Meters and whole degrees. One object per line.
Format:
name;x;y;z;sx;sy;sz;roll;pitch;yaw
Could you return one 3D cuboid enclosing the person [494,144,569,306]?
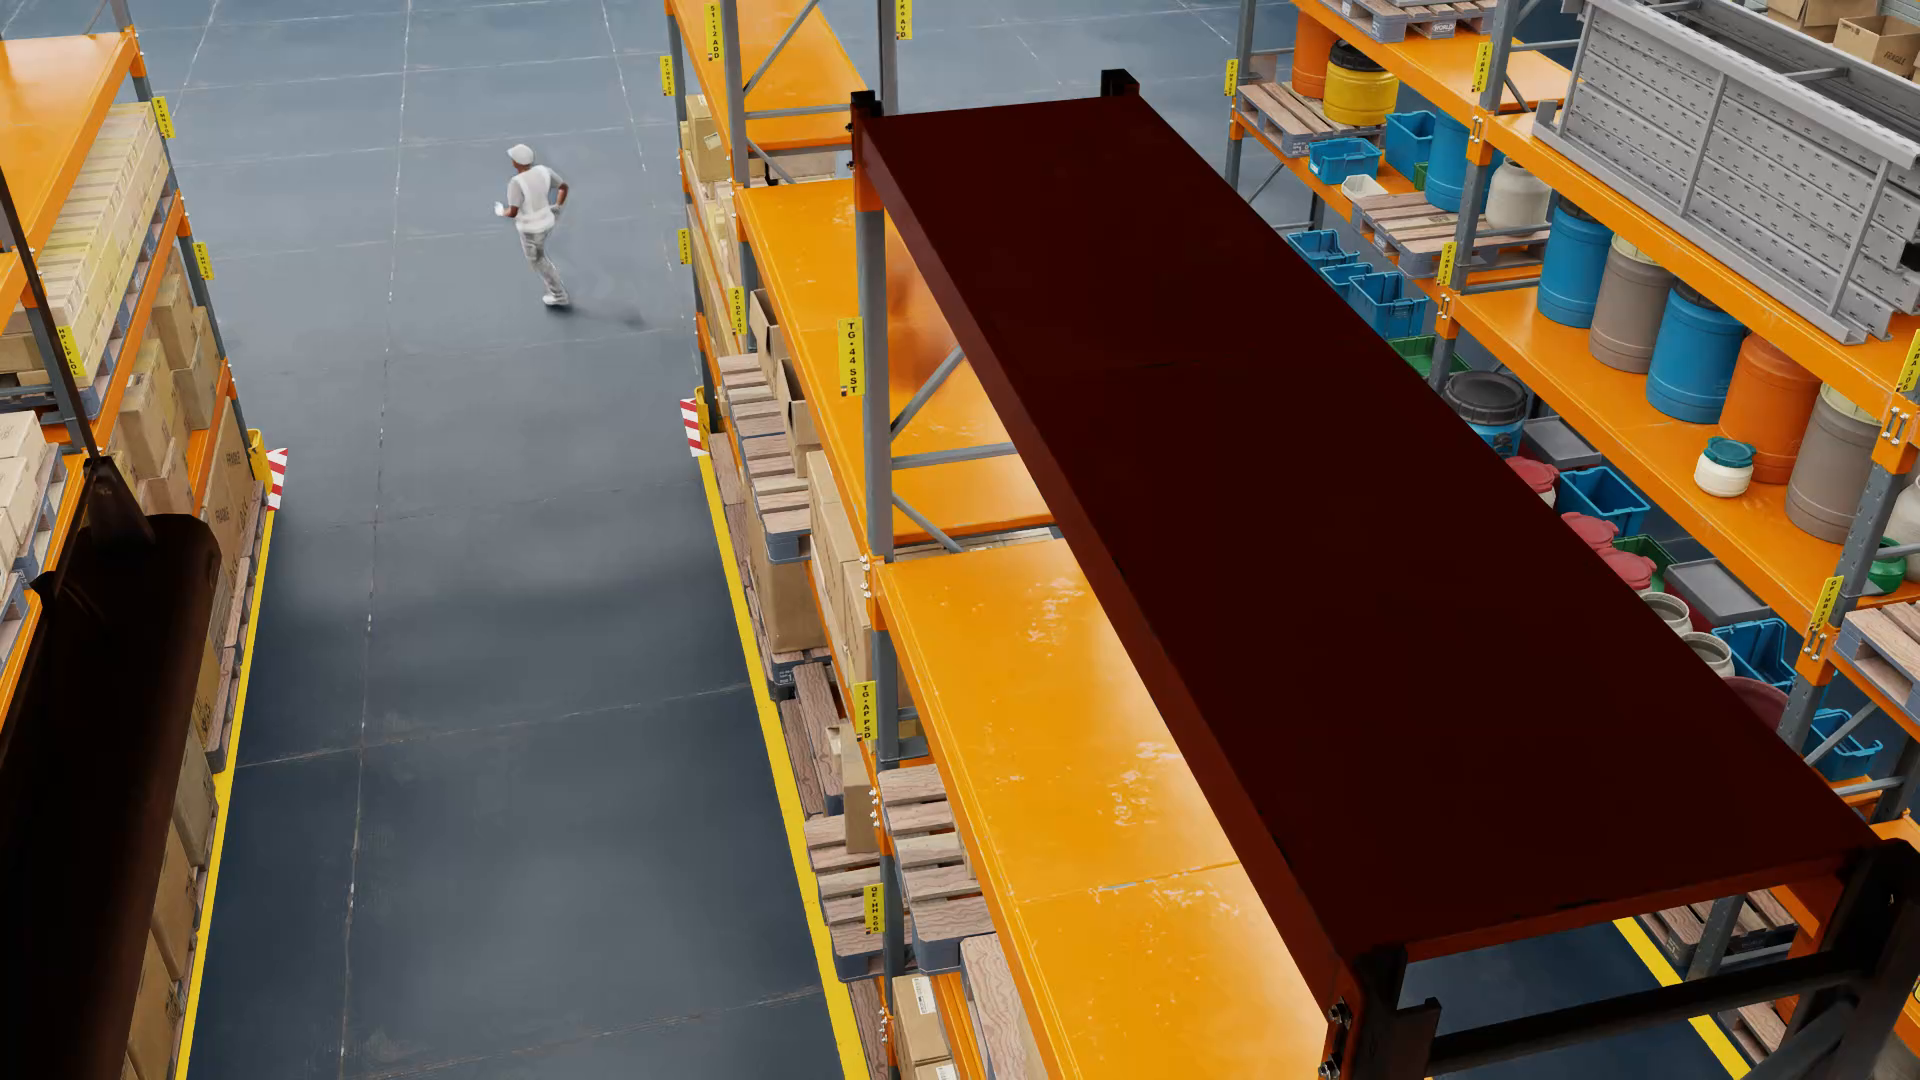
person;-4.469;-3.276;17.320;0.671;1.772;0.678;13;37;19
